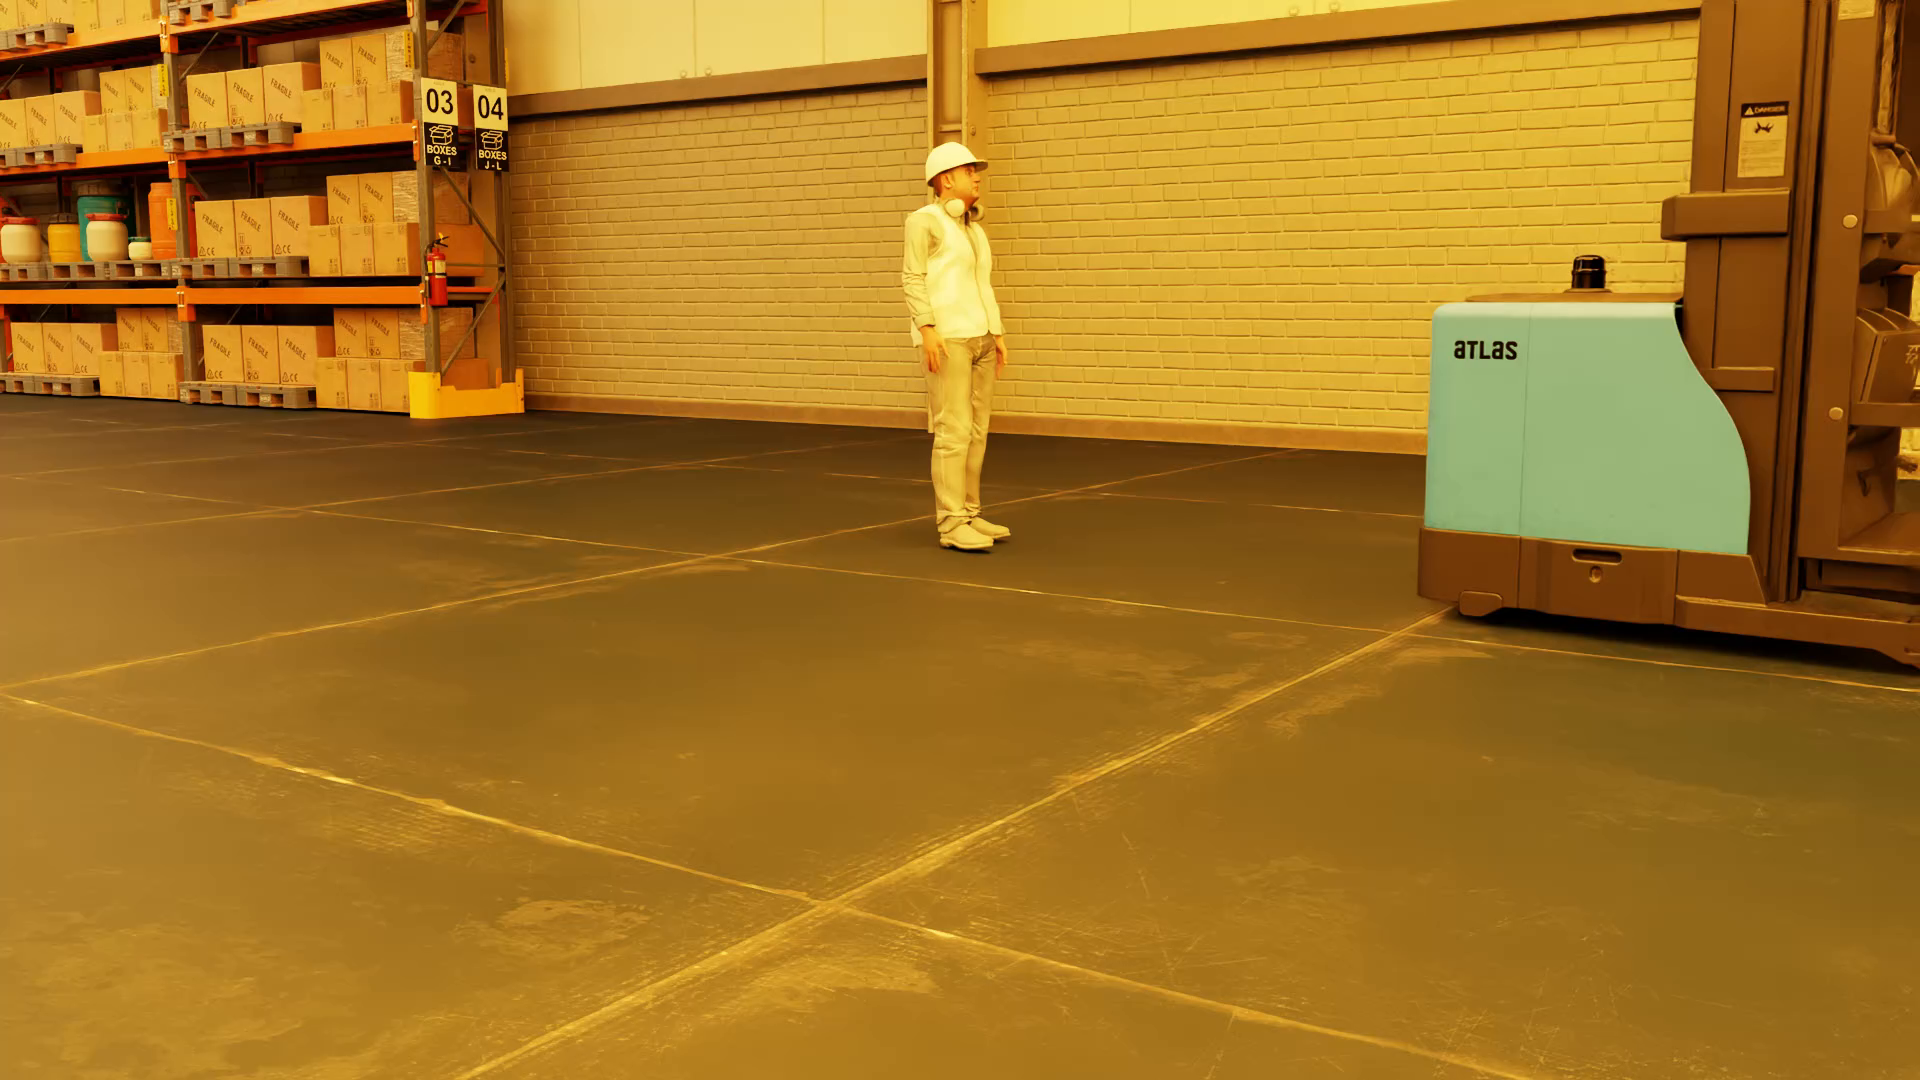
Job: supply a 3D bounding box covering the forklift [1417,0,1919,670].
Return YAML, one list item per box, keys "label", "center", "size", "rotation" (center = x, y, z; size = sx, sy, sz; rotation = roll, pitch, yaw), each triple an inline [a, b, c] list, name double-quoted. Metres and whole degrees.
- label: "forklift"
  center: [3.064, -1.116, 5.038]
  size: [3.031, 2.935, 1.130]
  rotation: [6, 10, 36]

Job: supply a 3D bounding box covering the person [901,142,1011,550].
- label: "person"
  center: [0.048, -0.880, 7.437]
  size: [0.566, 1.775, 0.634]
  rotation: [5, 10, 34]
